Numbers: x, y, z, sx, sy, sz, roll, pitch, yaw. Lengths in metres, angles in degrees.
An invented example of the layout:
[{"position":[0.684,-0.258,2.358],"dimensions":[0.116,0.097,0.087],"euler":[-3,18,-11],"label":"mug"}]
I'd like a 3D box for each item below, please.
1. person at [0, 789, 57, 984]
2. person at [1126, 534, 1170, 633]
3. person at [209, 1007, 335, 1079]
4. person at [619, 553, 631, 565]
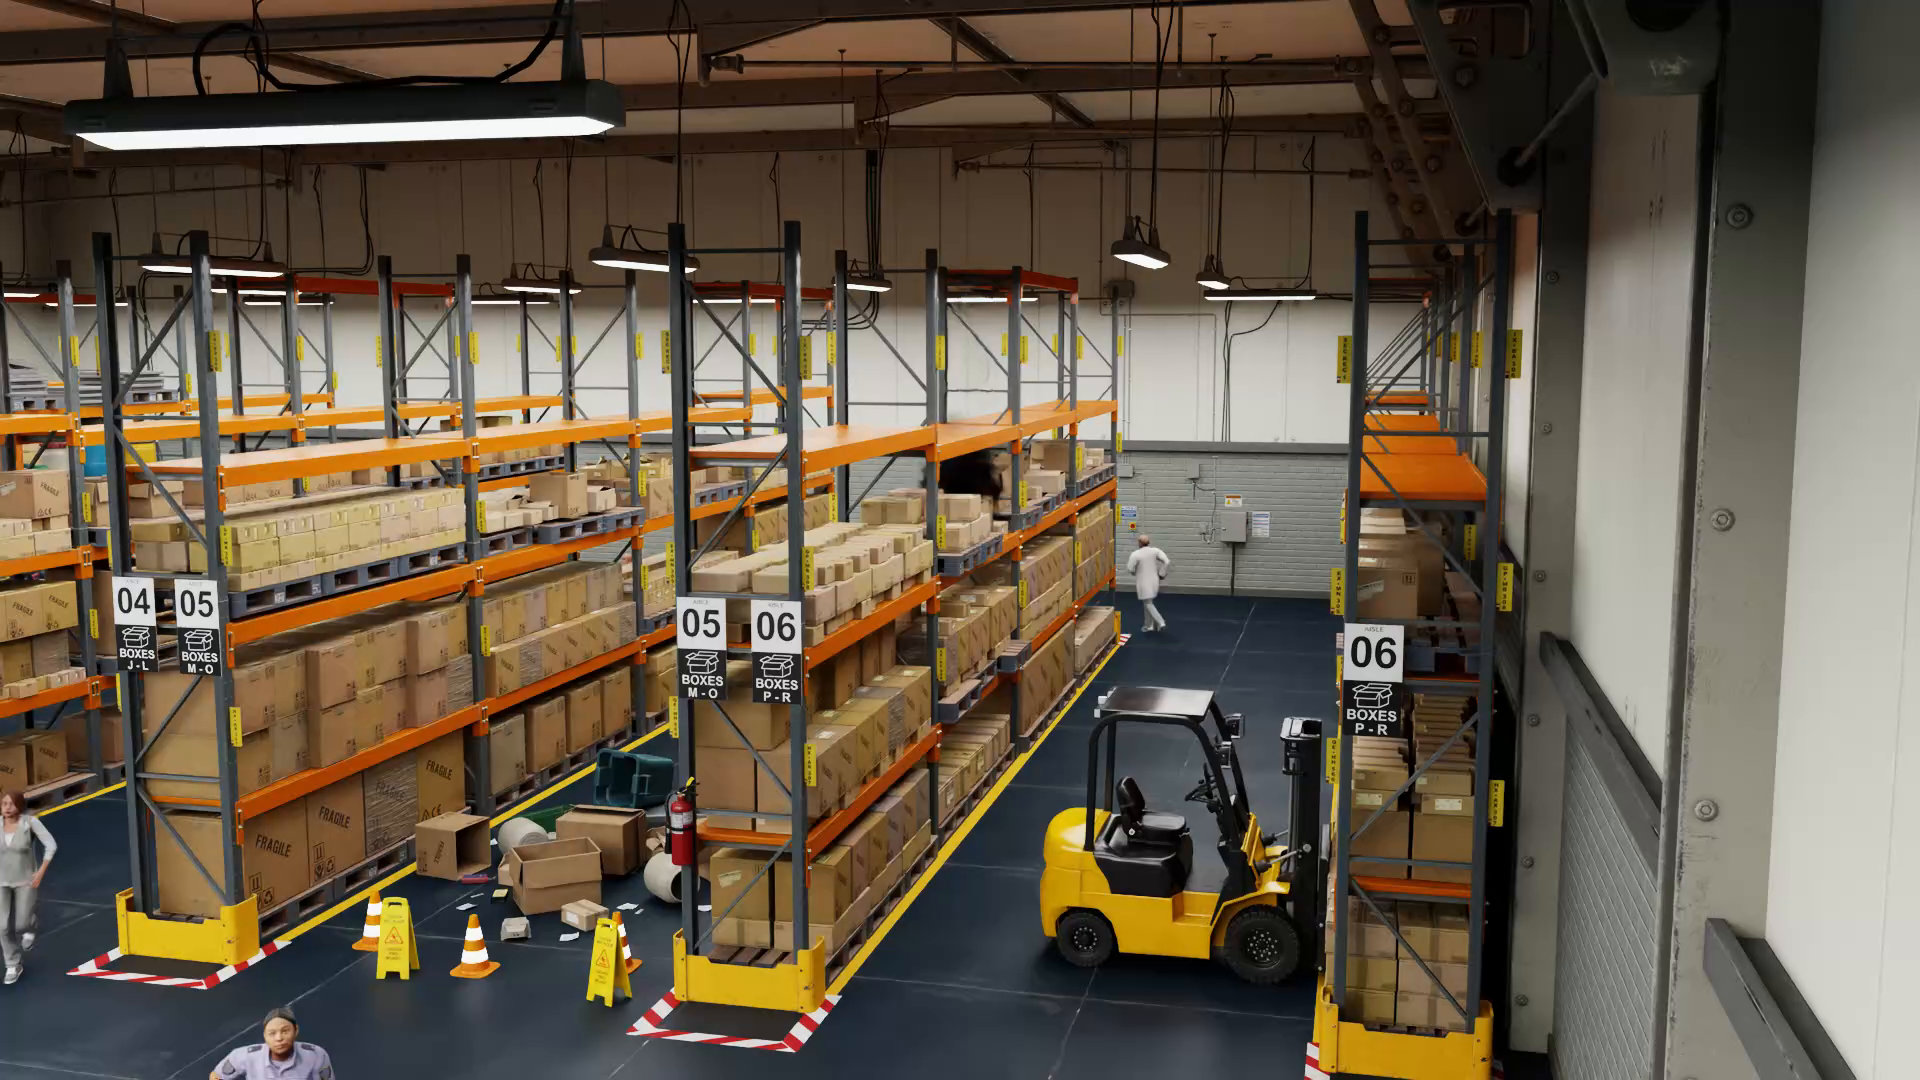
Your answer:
[{"position":[-7.660,2.774,13.533],"dimensions":[0.582,1.567,0.599],"euler":[-2,7,-16],"label":"person"},{"position":[3.219,0.790,28.840],"dimensions":[0.717,1.772,0.867],"euler":[-3,8,-23],"label":"person"},{"position":[-3.704,3.308,9.011],"dimensions":[0.645,1.589,0.624],"euler":[-3,8,-22],"label":"person"},{"position":[-5.256,1.085,26.539],"dimensions":[0.662,1.773,0.904],"euler":[3,7,20],"label":"person"}]
